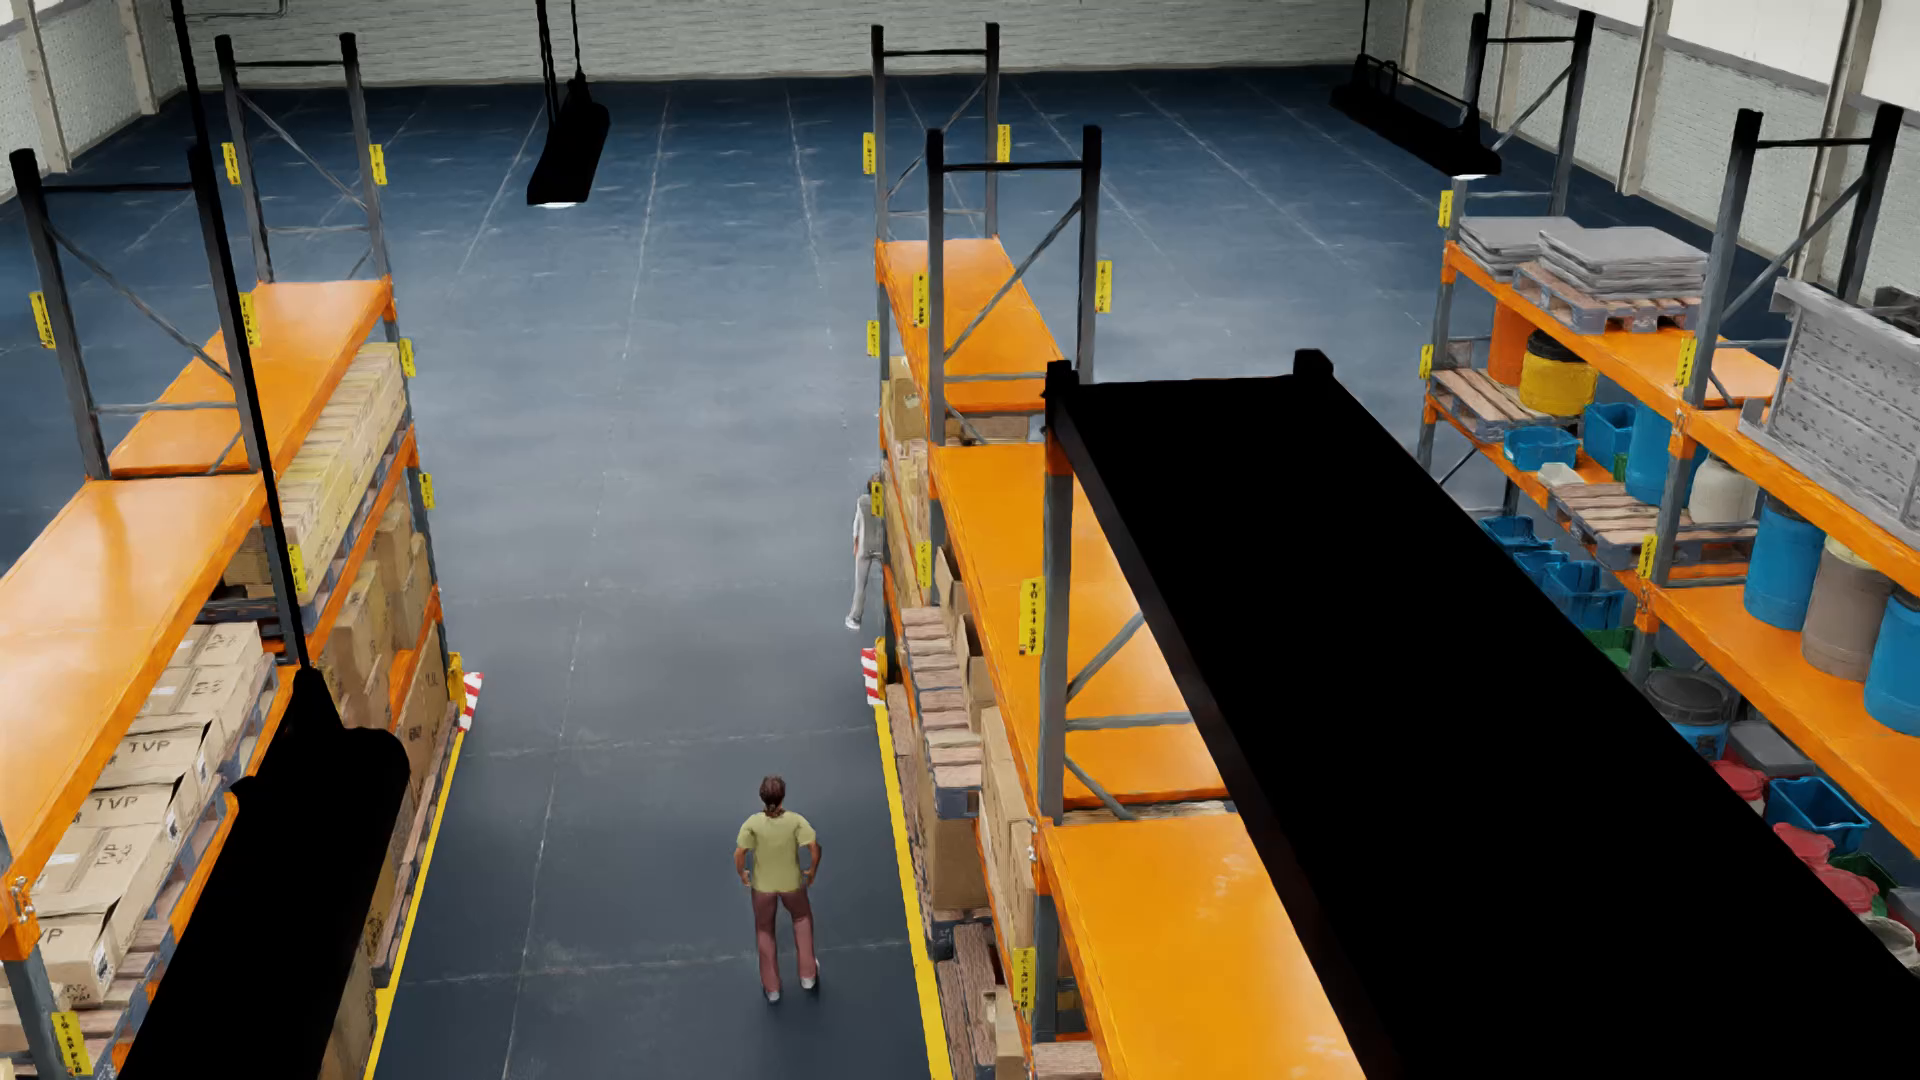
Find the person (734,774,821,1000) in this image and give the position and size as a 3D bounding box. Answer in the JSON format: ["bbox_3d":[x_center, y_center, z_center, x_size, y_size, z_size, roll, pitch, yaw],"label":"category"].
[{"bbox_3d":[-1.260,2.406,11.599,0.598,1.619,0.507,-4,26,-8],"label":"person"}]

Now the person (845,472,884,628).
[{"bbox_3d":[-0.870,0.089,16.522,0.455,1.531,0.868,6,26,13],"label":"person"}]
